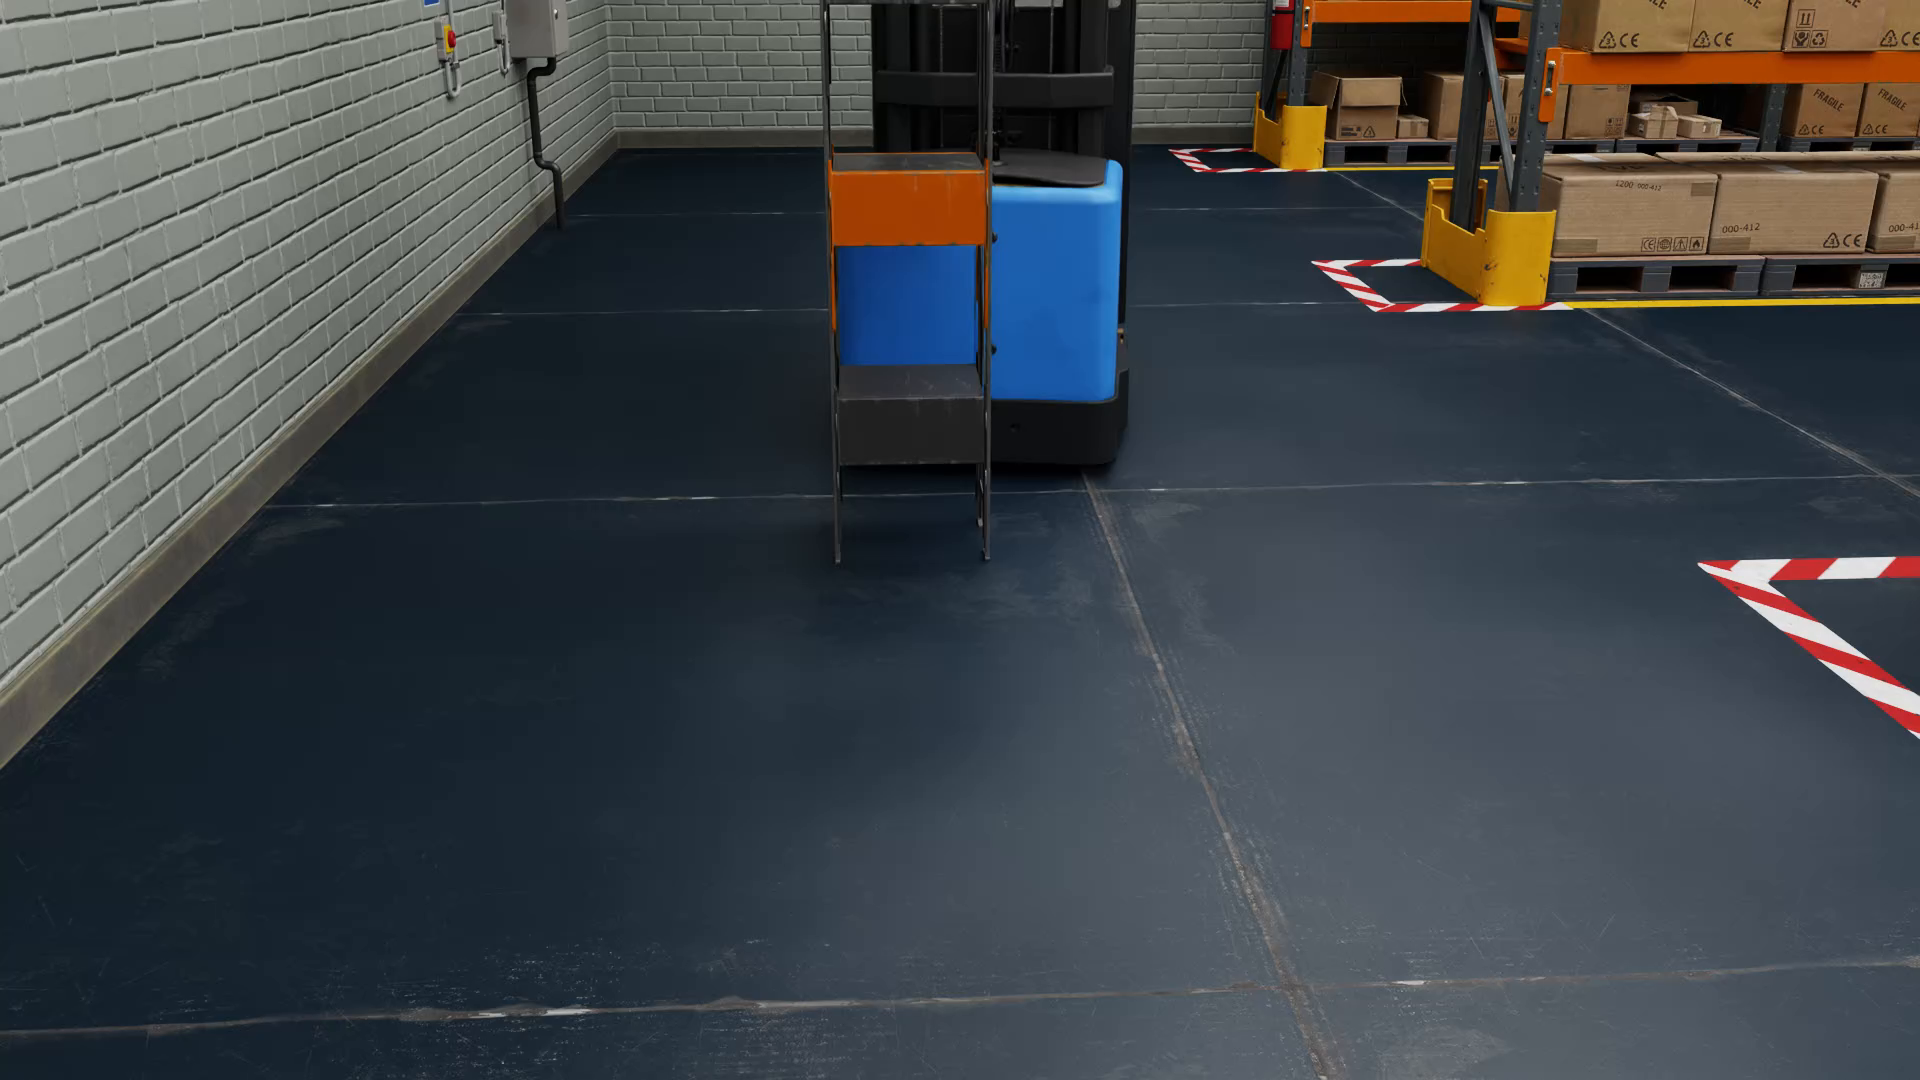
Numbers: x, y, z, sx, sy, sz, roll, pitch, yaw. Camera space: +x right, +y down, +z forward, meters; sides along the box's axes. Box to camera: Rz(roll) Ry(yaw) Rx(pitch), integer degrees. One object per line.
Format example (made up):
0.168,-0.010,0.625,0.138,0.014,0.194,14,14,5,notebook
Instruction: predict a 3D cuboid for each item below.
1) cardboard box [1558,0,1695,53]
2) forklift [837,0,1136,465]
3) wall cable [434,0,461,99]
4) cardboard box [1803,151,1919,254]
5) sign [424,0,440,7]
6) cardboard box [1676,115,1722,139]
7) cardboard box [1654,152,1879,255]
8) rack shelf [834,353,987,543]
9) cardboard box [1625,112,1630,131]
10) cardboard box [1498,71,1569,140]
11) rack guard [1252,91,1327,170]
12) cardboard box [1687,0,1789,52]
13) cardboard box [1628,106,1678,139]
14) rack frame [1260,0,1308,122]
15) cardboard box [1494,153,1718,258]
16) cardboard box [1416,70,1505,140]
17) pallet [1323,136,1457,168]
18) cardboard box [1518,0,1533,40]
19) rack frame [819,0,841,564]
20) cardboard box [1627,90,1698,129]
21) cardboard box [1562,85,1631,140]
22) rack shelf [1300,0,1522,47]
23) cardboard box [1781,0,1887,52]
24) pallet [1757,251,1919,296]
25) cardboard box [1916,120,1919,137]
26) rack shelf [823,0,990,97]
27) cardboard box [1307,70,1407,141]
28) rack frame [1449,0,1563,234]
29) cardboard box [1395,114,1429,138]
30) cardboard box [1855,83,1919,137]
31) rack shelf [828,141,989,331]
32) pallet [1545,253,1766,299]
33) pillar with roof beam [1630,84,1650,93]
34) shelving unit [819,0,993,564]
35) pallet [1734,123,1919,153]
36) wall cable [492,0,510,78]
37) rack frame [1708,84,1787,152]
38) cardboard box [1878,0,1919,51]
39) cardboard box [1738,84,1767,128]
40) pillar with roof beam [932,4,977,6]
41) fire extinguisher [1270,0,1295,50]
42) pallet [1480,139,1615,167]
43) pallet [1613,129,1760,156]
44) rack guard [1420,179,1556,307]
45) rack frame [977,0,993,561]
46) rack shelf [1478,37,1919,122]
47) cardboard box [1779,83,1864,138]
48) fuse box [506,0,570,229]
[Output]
3.471,-2.817,8.662,0.500,0.500,0.500,-1,21,-3,cardboard box
0.203,-2.130,7.097,1.130,2.935,3.031,2,21,5,forklift
-2.653,-3.229,8.414,0.123,1.953,0.585,-1,21,-3,wall cable
5.442,-1.949,9.535,0.875,0.438,0.875,-2,21,-5,cardboard box
-2.711,-2.847,8.504,0.001,0.218,0.327,-1,21,-3,sign
6.142,-3.455,13.896,0.250,0.149,0.380,-2,21,-5,cardboard box
4.542,-1.931,9.489,0.875,0.438,0.875,-1,21,-2,cardboard box
-0.165,-0.311,5.492,0.480,0.518,0.431,-1,21,-3,rack shelf
5.576,-3.632,14.362,0.250,0.149,0.380,-1,21,-4,cardboard box
4.693,-3.611,13.812,0.500,0.500,0.500,-1,21,-2,cardboard box
2.764,-3.459,14.002,0.348,0.500,1.175,-1,21,-3,rack guard
3.974,-2.837,8.715,0.500,0.500,0.500,-1,21,-4,cardboard box
5.786,-3.502,13.856,0.258,0.266,0.396,0,21,-1,cardboard box
2.688,-4.625,13.554,0.127,3.000,1.000,-1,21,-3,rack frame
3.628,-1.910,9.432,0.875,0.438,0.875,-2,21,-5,cardboard box
4.160,-3.636,13.877,0.500,0.500,0.700,0,21,-1,cardboard box
3.560,-3.340,14.097,1.213,0.211,1.003,-1,21,-3,pallet
3.442,-3.013,9.177,0.500,0.500,0.500,-1,21,-3,cardboard box
-0.409,-0.973,5.226,0.015,2.100,0.400,-1,21,-3,rack frame
6.009,-3.717,14.356,0.500,0.311,0.500,0,21,-1,cardboard box
5.196,-3.657,13.933,0.500,0.500,0.700,-2,21,-5,cardboard box
4.685,-4.330,13.788,4.000,0.370,1.077,-1,21,-3,rack shelf
4.483,-2.841,8.726,0.500,0.500,0.500,-1,21,-3,cardboard box
4.984,-1.627,9.597,1.213,0.211,1.003,-1,21,-3,pallet
8.207,-3.687,14.013,0.500,0.500,0.500,-2,21,-5,cardboard box
-0.165,-1.619,4.994,0.480,0.518,0.431,-1,21,-3,rack shelf
3.304,-3.634,13.867,0.637,0.503,0.797,-2,21,-5,cardboard box
2.975,-2.862,8.923,0.127,3.000,1.000,-1,21,-3,rack frame
3.731,-3.463,13.917,0.250,0.149,0.380,-2,21,-5,cardboard box
7.708,-3.679,13.991,0.500,0.500,0.500,-1,21,-4,cardboard box
-0.165,-0.965,5.243,0.480,0.518,0.431,-1,21,-3,rack shelf
3.769,-1.603,9.534,1.213,0.211,1.003,-1,21,-3,pallet
6.181,-6.287,9.487,0.400,9.000,9.100,-1,21,-3,pillar with roof beam
-0.165,-0.978,5.239,0.503,2.100,0.431,-1,21,-3,shelving unit
7.492,-3.433,14.342,1.213,0.211,1.003,-1,21,-3,pallet
-2.746,-3.718,9.742,0.122,1.984,0.588,-1,21,-3,wall cable
6.682,-4.706,13.767,0.127,3.000,1.000,-1,21,-3,rack frame
4.982,-2.857,8.768,0.500,0.500,0.500,0,21,-1,cardboard box
7.155,-3.850,14.439,0.500,0.500,0.500,-1,21,-3,cardboard box
0.191,-6.165,9.167,0.400,9.000,9.100,-1,21,-3,pillar with roof beam
2.568,-4.248,13.195,0.183,0.674,0.296,-1,21,-3,fire extinguisher
4.775,-3.364,14.160,1.213,0.211,1.003,-1,21,-3,pallet
5.996,-3.390,14.227,1.213,0.211,1.003,-1,21,-3,pallet
2.951,-1.693,9.366,0.348,0.500,1.175,-1,21,-3,rack guard
0.078,-0.983,5.252,0.015,2.100,0.400,-1,21,-3,rack frame
4.972,-2.566,9.157,4.000,0.370,1.077,-1,21,-3,rack shelf
7.177,-3.664,13.953,0.500,0.500,0.500,0,21,-1,cardboard box
-2.627,-2.886,10.797,0.414,1.711,0.539,-1,21,-3,fuse box
